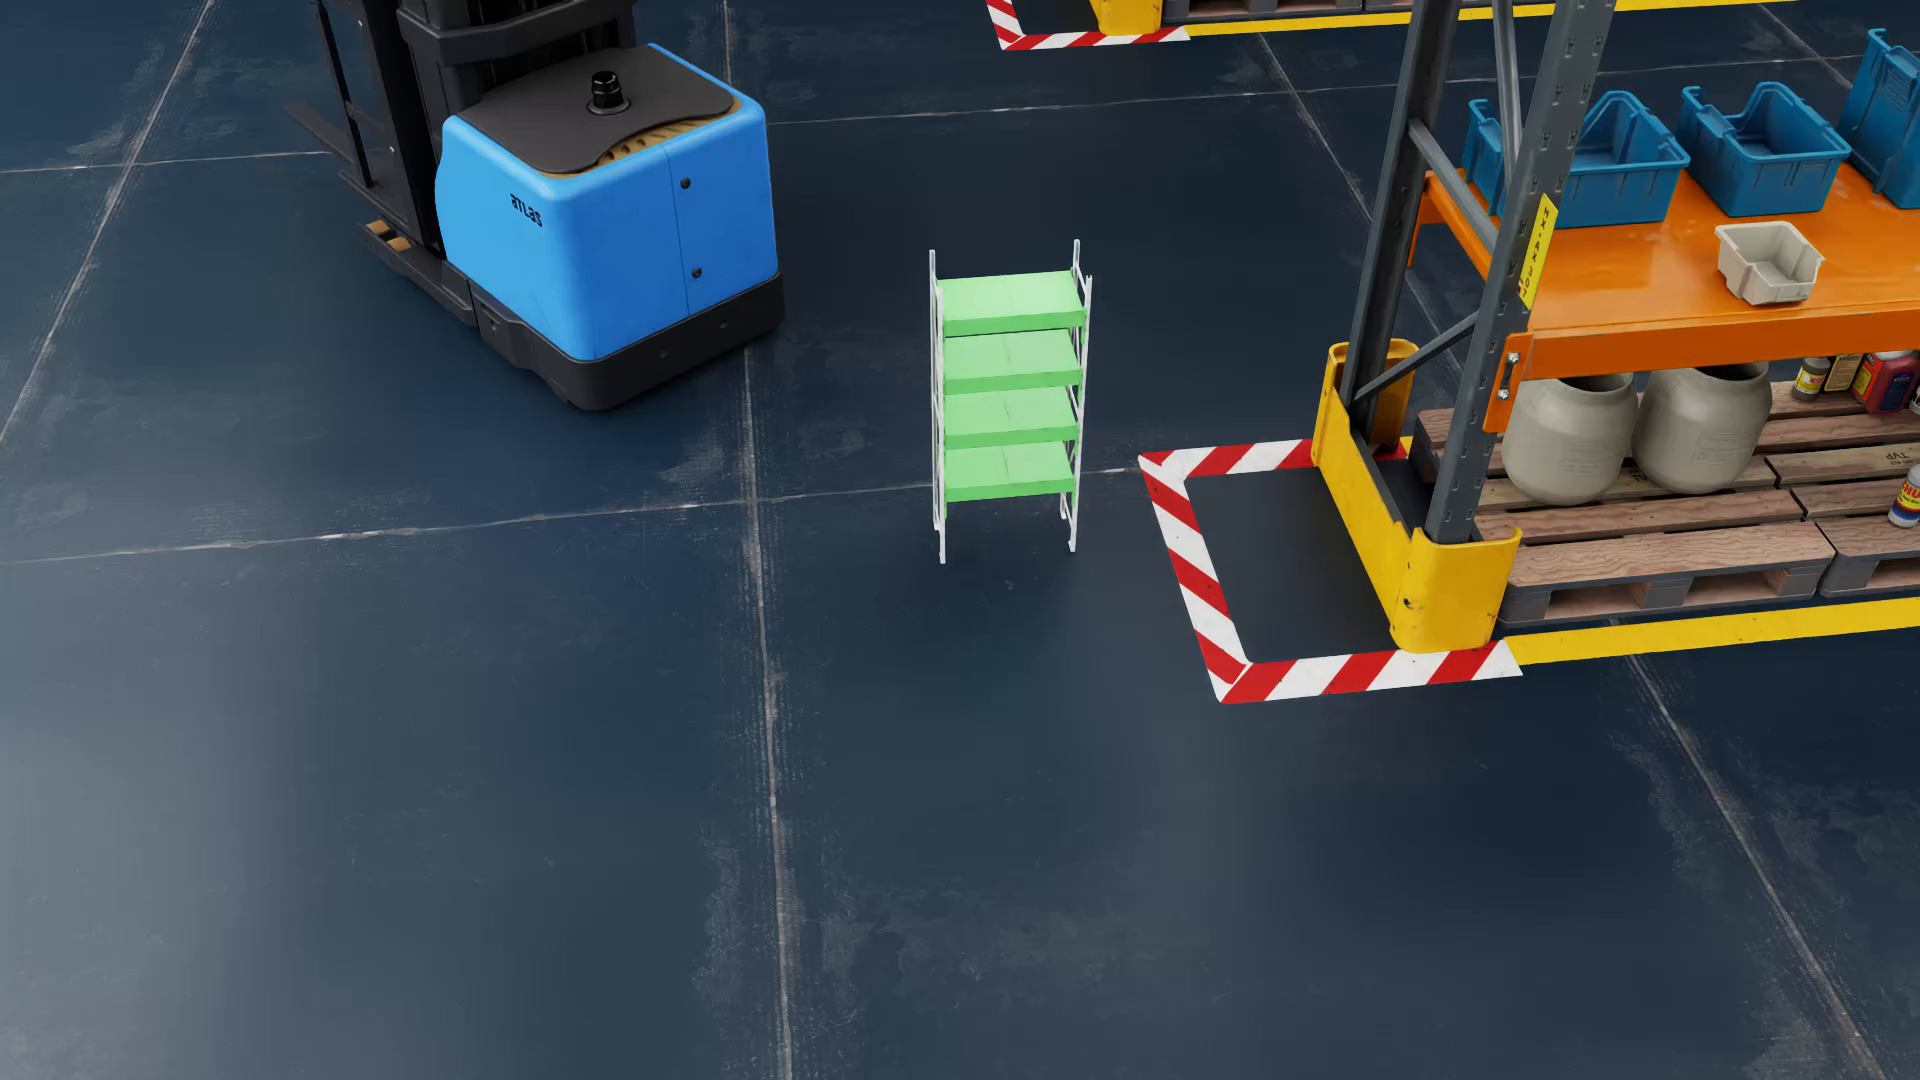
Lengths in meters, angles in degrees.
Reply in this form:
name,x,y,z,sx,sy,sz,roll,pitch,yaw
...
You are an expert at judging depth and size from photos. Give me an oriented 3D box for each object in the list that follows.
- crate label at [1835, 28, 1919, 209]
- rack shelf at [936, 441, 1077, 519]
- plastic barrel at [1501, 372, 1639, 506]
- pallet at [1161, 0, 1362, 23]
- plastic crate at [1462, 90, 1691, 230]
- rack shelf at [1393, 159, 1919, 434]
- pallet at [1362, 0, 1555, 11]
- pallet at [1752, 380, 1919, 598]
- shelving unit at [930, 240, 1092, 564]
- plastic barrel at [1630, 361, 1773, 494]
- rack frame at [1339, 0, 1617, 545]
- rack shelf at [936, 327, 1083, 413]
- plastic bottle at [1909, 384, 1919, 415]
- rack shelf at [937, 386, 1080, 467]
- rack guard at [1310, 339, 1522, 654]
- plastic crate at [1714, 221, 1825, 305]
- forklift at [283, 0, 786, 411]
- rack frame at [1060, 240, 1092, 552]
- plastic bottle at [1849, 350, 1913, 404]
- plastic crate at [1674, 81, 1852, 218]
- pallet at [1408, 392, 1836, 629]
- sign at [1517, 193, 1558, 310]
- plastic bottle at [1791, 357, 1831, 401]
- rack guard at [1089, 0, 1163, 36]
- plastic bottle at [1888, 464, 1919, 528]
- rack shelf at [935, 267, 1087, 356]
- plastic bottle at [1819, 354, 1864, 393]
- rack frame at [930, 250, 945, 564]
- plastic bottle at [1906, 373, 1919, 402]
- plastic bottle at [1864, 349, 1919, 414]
name,x,y,z,sx,sy,sz,roll,pitch,yaw
crate label,3.355,-1.429,5.568,0.616,0.435,0.502,-5,42,-6
rack shelf,0.164,-0.234,6.068,0.480,0.148,0.258,-5,42,-6
plastic barrel,2.208,-0.417,6.016,0.421,0.512,0.421,0,42,0
pallet,1.680,-3.425,9.890,1.213,0.211,1.003,-5,42,-6
plastic crate,2.023,-1.264,5.522,0.616,0.251,0.499,-5,42,-6
rack shelf,3.549,-0.983,5.637,4.000,0.370,1.077,-5,42,-6
pallet,2.887,-3.529,10.005,1.213,0.211,1.003,-5,42,-6
pallet,3.648,-0.250,6.369,1.213,0.211,1.003,-5,42,-6
shelving unit,0.164,-0.460,5.864,0.503,1.200,0.258,-5,42,-6
plastic barrel,2.705,-0.460,6.064,0.421,0.512,0.421,0,42,0
rack frame,1.565,-1.077,5.204,0.127,3.000,1.000,-5,42,-6
rack shelf,0.164,-0.591,5.746,0.480,0.148,0.258,-5,42,-6
plastic bottle,3.755,-0.586,6.421,0.097,0.201,0.097,0,42,0
rack shelf,0.164,-0.412,5.907,0.480,0.148,0.258,-5,42,-6
rack guard,1.635,-0.186,6.083,0.348,0.500,1.175,-5,42,-6
plastic crate,2.494,-0.843,5.142,0.250,0.136,0.298,-5,42,-6
forklift,-2.123,-2.511,6.845,1.130,2.935,3.031,-32,51,-30
rack frame,0.406,-0.481,5.888,0.015,1.200,0.240,-5,42,-6
plastic bottle,3.583,-0.683,6.473,0.135,0.276,0.152,-5,42,-5
plastic crate,2.668,-1.316,5.581,0.408,0.251,0.499,-5,42,-6
pallet,2.441,-0.146,6.254,1.213,0.211,1.003,-5,42,-6
sign,1.632,-0.814,4.706,0.005,0.325,0.100,-5,42,-6
plastic bottle,3.330,-0.651,6.493,0.097,0.201,0.097,0,42,0
rack guard,0.903,-3.436,9.686,0.348,0.500,1.175,-5,42,-6
plastic bottle,3.404,-0.177,5.916,0.097,0.271,0.097,0,42,0
rack shelf,0.164,-0.769,5.585,0.480,0.148,0.258,-5,42,-6
plastic bottle,3.443,-0.704,6.491,0.133,0.283,0.061,-4,42,-4
rack frame,-0.078,-0.439,5.841,0.015,1.200,0.240,-5,42,-6
plastic bottle,3.721,-0.695,6.486,0.135,0.276,0.152,-6,42,-7
plastic bottle,3.597,-0.615,6.392,0.133,0.283,0.061,-5,42,-6
